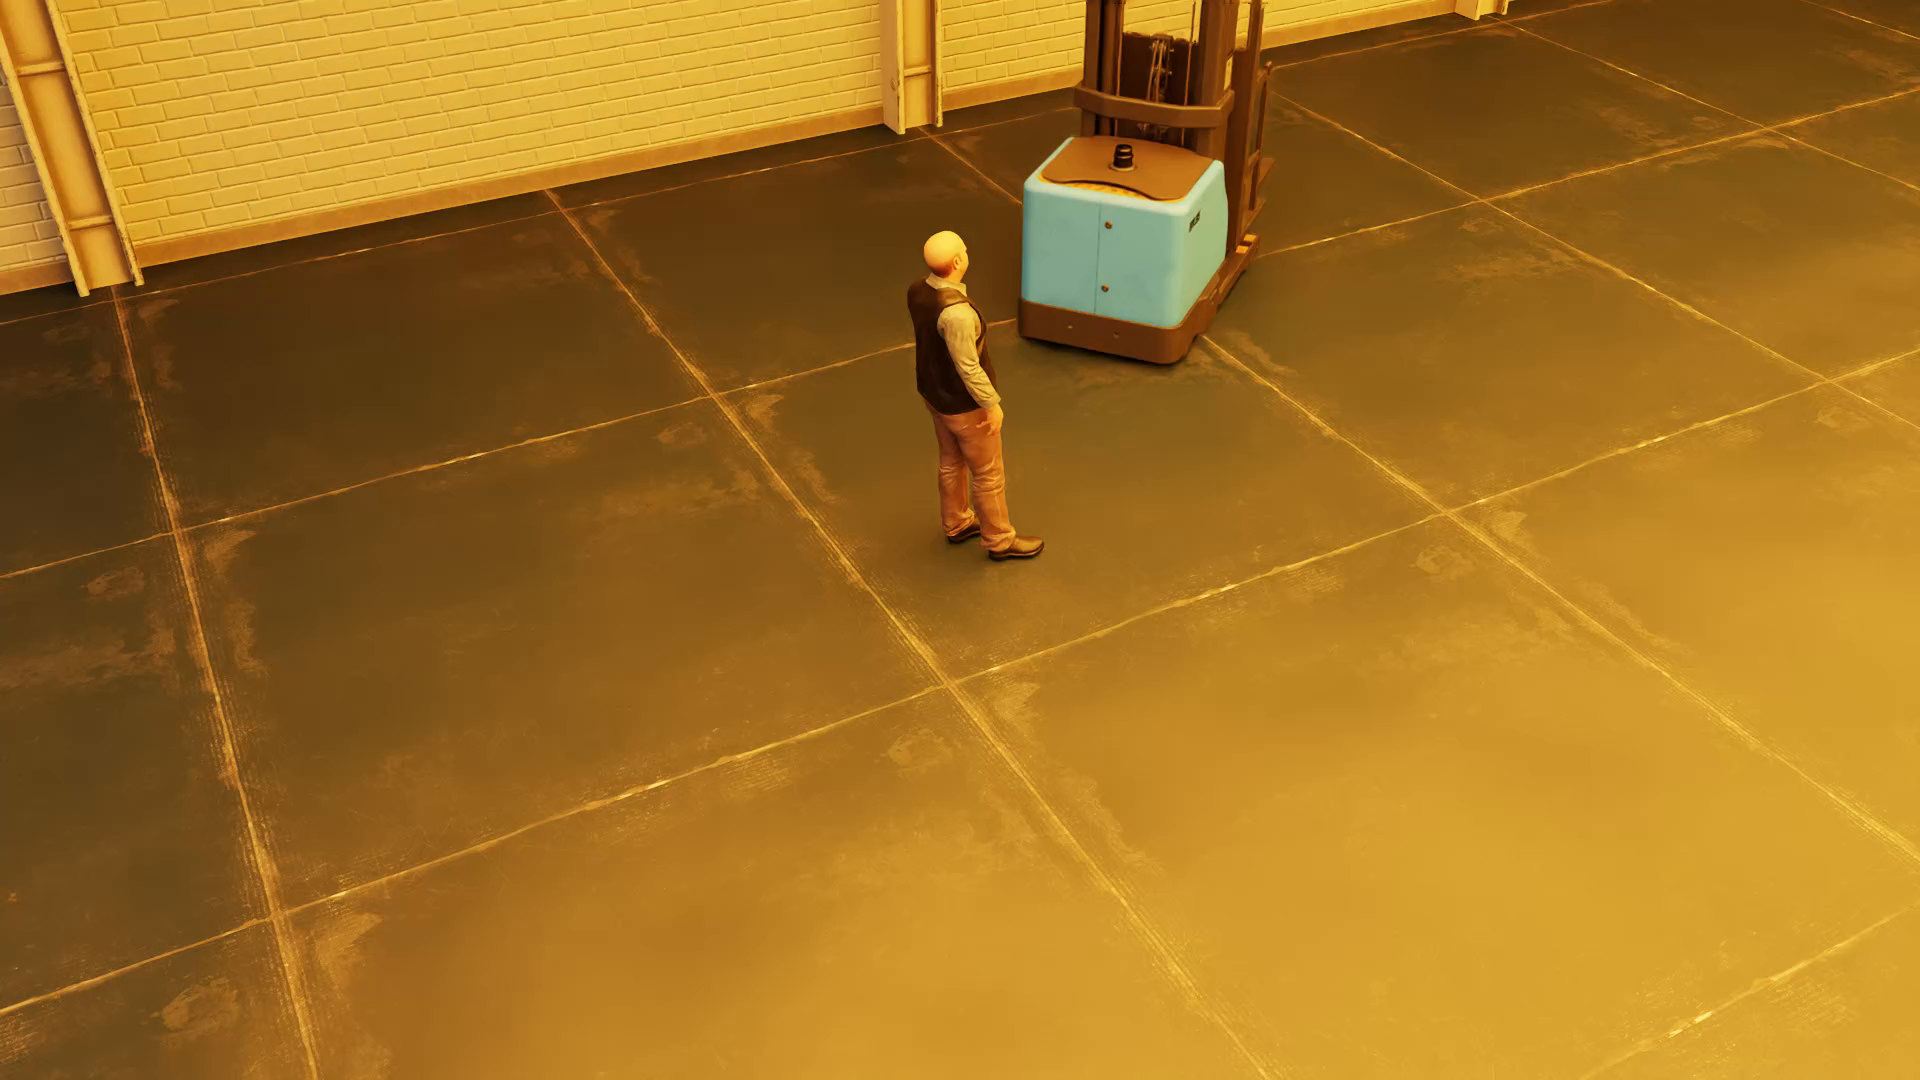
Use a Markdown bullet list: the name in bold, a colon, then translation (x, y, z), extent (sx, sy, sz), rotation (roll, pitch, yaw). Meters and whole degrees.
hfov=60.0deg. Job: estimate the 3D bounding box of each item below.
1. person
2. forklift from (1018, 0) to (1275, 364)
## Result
- **person**: translation (0.059, -0.722, 8.180), extent (0.566, 1.722, 0.633), rotation (-17, 39, -23)
- **forklift**: translation (1.410, -3.105, 10.515), extent (1.130, 2.935, 3.031), rotation (14, 38, 19)
